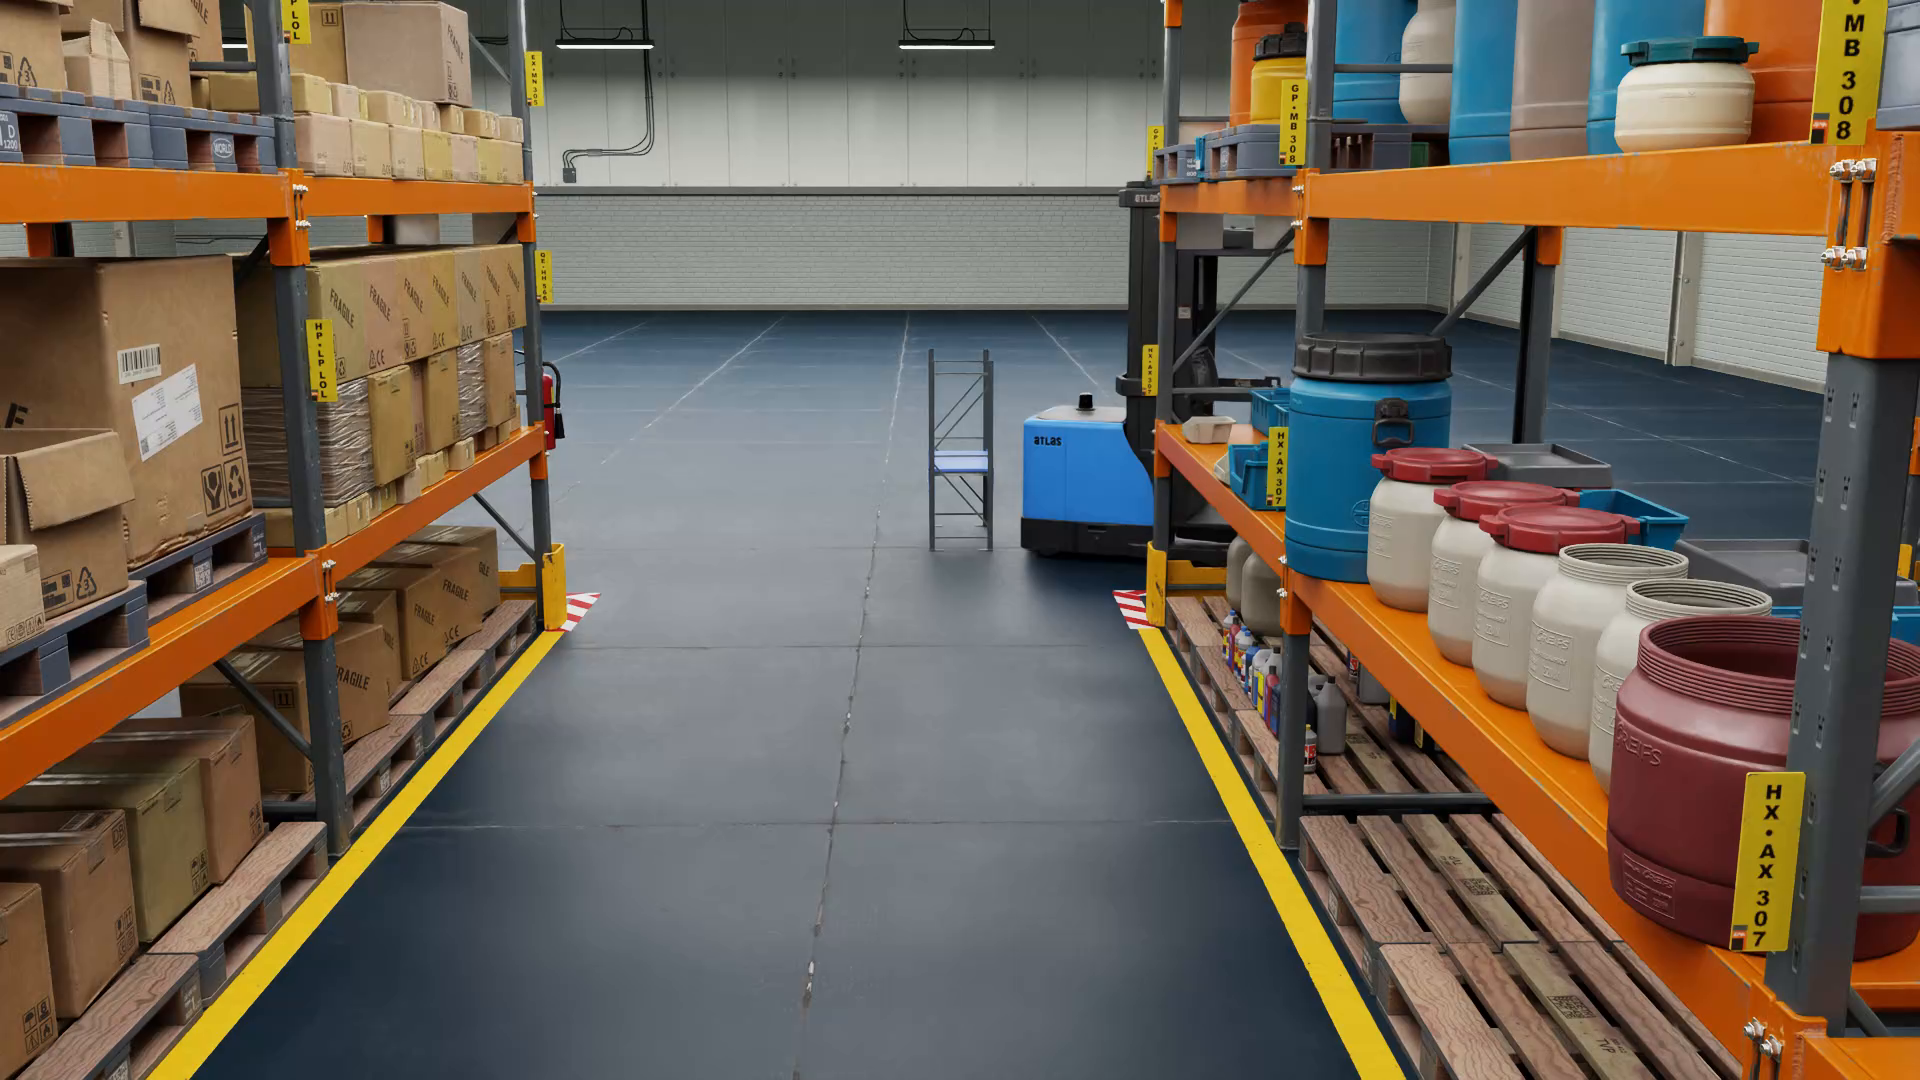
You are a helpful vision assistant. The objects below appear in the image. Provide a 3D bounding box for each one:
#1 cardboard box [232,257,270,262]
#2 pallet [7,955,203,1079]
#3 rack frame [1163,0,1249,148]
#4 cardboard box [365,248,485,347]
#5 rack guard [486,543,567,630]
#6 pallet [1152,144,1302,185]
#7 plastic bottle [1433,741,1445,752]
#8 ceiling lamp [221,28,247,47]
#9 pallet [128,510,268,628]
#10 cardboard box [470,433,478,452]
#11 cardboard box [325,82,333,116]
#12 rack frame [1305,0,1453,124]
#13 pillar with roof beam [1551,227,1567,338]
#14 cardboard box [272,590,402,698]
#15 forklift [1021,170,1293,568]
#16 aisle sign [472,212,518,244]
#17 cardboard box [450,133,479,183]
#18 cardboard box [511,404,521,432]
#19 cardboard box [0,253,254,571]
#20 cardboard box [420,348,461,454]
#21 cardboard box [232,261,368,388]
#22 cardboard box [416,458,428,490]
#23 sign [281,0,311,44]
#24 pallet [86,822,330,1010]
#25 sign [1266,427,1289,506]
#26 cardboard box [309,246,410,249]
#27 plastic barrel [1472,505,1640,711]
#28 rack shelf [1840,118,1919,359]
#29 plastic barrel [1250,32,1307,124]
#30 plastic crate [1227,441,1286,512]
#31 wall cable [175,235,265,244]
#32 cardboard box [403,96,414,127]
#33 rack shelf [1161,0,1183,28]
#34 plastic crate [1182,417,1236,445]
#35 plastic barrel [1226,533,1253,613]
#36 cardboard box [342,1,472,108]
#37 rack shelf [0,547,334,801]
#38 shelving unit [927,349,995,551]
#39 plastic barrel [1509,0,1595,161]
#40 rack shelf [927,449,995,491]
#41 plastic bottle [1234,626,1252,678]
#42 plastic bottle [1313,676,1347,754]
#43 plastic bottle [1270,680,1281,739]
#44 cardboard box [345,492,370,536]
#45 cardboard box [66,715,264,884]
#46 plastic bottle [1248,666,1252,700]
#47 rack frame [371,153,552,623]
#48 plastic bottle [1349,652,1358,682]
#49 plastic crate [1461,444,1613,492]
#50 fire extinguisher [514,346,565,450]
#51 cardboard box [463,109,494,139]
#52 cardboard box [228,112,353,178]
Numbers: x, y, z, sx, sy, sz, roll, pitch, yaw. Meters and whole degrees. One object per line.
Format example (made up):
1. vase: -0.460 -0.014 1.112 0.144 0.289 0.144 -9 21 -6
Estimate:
1. cardboard box: -3.390 -1.015 7.504 0.500 0.500 0.500 0 11 -1
2. pallet: -3.049 1.622 5.034 1.003 0.211 1.213 0 11 -1
3. rack frame: 1.775 -3.898 10.141 1.000 3.000 0.127 0 11 -1
4. cardboard box: -2.895 -1.315 8.984 0.500 0.500 0.500 0 11 -1
5. rack guard: -3.175 0.302 10.811 1.175 0.500 0.348 0 11 -1
6. pallet: 1.694 -2.171 9.645 1.003 0.211 1.213 0 11 -1
7. plastic bottle: 2.255 0.827 7.682 0.152 0.276 0.135 0 11 1
8. ceiling lamp: -14.726 -11.749 34.160 2.000 3.185 0.800 0 11 -1
9. pallet: -3.224 0.104 5.985 1.003 0.211 1.213 0 11 -1
10. cardboard box: -2.950 -0.560 9.407 0.380 0.149 0.250 0 11 -1
11. cardboard box: -2.866 -1.853 6.979 0.380 0.149 0.250 -1 11 -4
12. rack frame: 1.858 -3.103 6.222 1.000 3.000 0.127 0 11 -1
13. pillar with roof beam: 7.759 -8.556 33.102 9.100 9.000 0.548 0 11 -1
14. cardboard box: -3.173 0.560 8.485 0.500 0.500 0.500 -1 12 -6
15. forklift: 2.047 -1.308 12.634 3.031 2.935 1.130 4 12 18
16. aisle sign: -2.878 -2.225 10.445 0.394 0.787 0.004 0 11 -1
17. cardboard box: -2.898 -2.038 8.895 0.500 0.250 0.500 0 11 0
18. cardboard box: -2.965 -0.759 10.387 0.380 0.149 0.250 0 11 -1
19. cardboard box: -3.218 -0.484 5.835 1.000 1.000 1.000 0 11 -1
20. cardboard box: -3.097 -0.725 8.590 0.875 0.500 0.500 0 11 -1
21. cardboard box: -2.849 -0.918 7.025 0.500 0.500 0.500 0 11 -1
22. cardboard box: -2.848 -0.312 8.184 0.380 0.149 0.250 0 11 -1
23. sign: -2.539 -2.062 6.344 0.100 0.325 0.005 0 11 -1
24. pallet: -3.077 1.379 6.232 1.003 0.211 1.213 0 11 -1
25. sign: 1.307 -0.299 6.790 0.100 0.325 0.005 0 11 -1
26. cardboard box: -3.435 -1.413 9.464 0.500 0.500 0.500 0 11 -1
27. plastic barrel: 1.682 0.193 4.720 0.433 0.535 0.433 0 11 0
28. rack shelf: 1.982 -0.088 0.712 1.077 0.370 4.000 0 11 -1
29. plastic barrel: 1.926 -2.500 9.264 0.600 0.588 0.600 0 11 0
30. plastic crate: 1.563 -0.309 7.912 0.499 0.251 0.616 0 11 -1
31. wall cable: -18.293 -8.707 41.652 3.097 2.526 0.112 0 11 -1
32. cardboard box: -2.857 -2.059 7.996 0.380 0.149 0.250 0 11 -2
33. rack shelf: 1.816 -2.952 8.292 1.077 0.370 4.000 0 11 -1
34. plastic crate: 1.472 -0.650 9.880 0.298 0.136 0.250 0 11 -1
35. plastic barrel: 1.865 0.186 10.300 0.421 0.512 0.421 0 11 0
36. cardboard box: -2.892 -2.541 8.736 0.500 0.500 0.500 0 11 -1
37. rack shelf: -3.053 0.608 4.830 1.077 0.370 4.000 0 11 -1
38. shelving unit: -0.002 -0.752 13.494 0.538 1.500 1.048 0 11 -1
39. plastic barrel: 2.099 -1.648 5.335 0.600 0.901 0.600 0 11 0
40. rack shelf: -0.002 -0.576 13.529 0.538 0.185 1.000 0 11 -1
41. plastic bottle: 1.508 0.593 8.846 0.097 0.271 0.097 0 11 0
42. plastic bottle: 1.700 0.792 7.666 0.144 0.351 0.185 0 11 -1
43. plastic bottle: 1.552 0.755 7.851 0.144 0.351 0.185 -1 11 -4
44. cardboard box: -2.790 -0.113 7.205 0.380 0.149 0.250 0 11 -1
45. cardboard box: -3.103 0.989 6.320 0.700 0.500 0.500 -1 12 -6
46. plastic bottle: 1.516 0.708 8.457 0.097 0.201 0.097 0 11 0
47. rack frame: -3.177 -0.938 10.637 1.000 3.000 0.127 0 11 -1
48. plastic bottle: 2.108 0.643 8.777 0.097 0.201 0.097 0 11 0
49. plastic crate: 2.174 -0.099 6.343 0.402 0.464 0.583 0 11 -1
50. fire extinguisher: -2.719 -0.924 10.766 0.296 0.674 0.183 0 11 -1
51. cardboard box: -2.827 -2.320 9.280 0.380 0.149 0.250 0 11 -1
52. cardboard box: -2.848 -1.630 6.880 0.500 0.250 0.500 -1 11 -3
